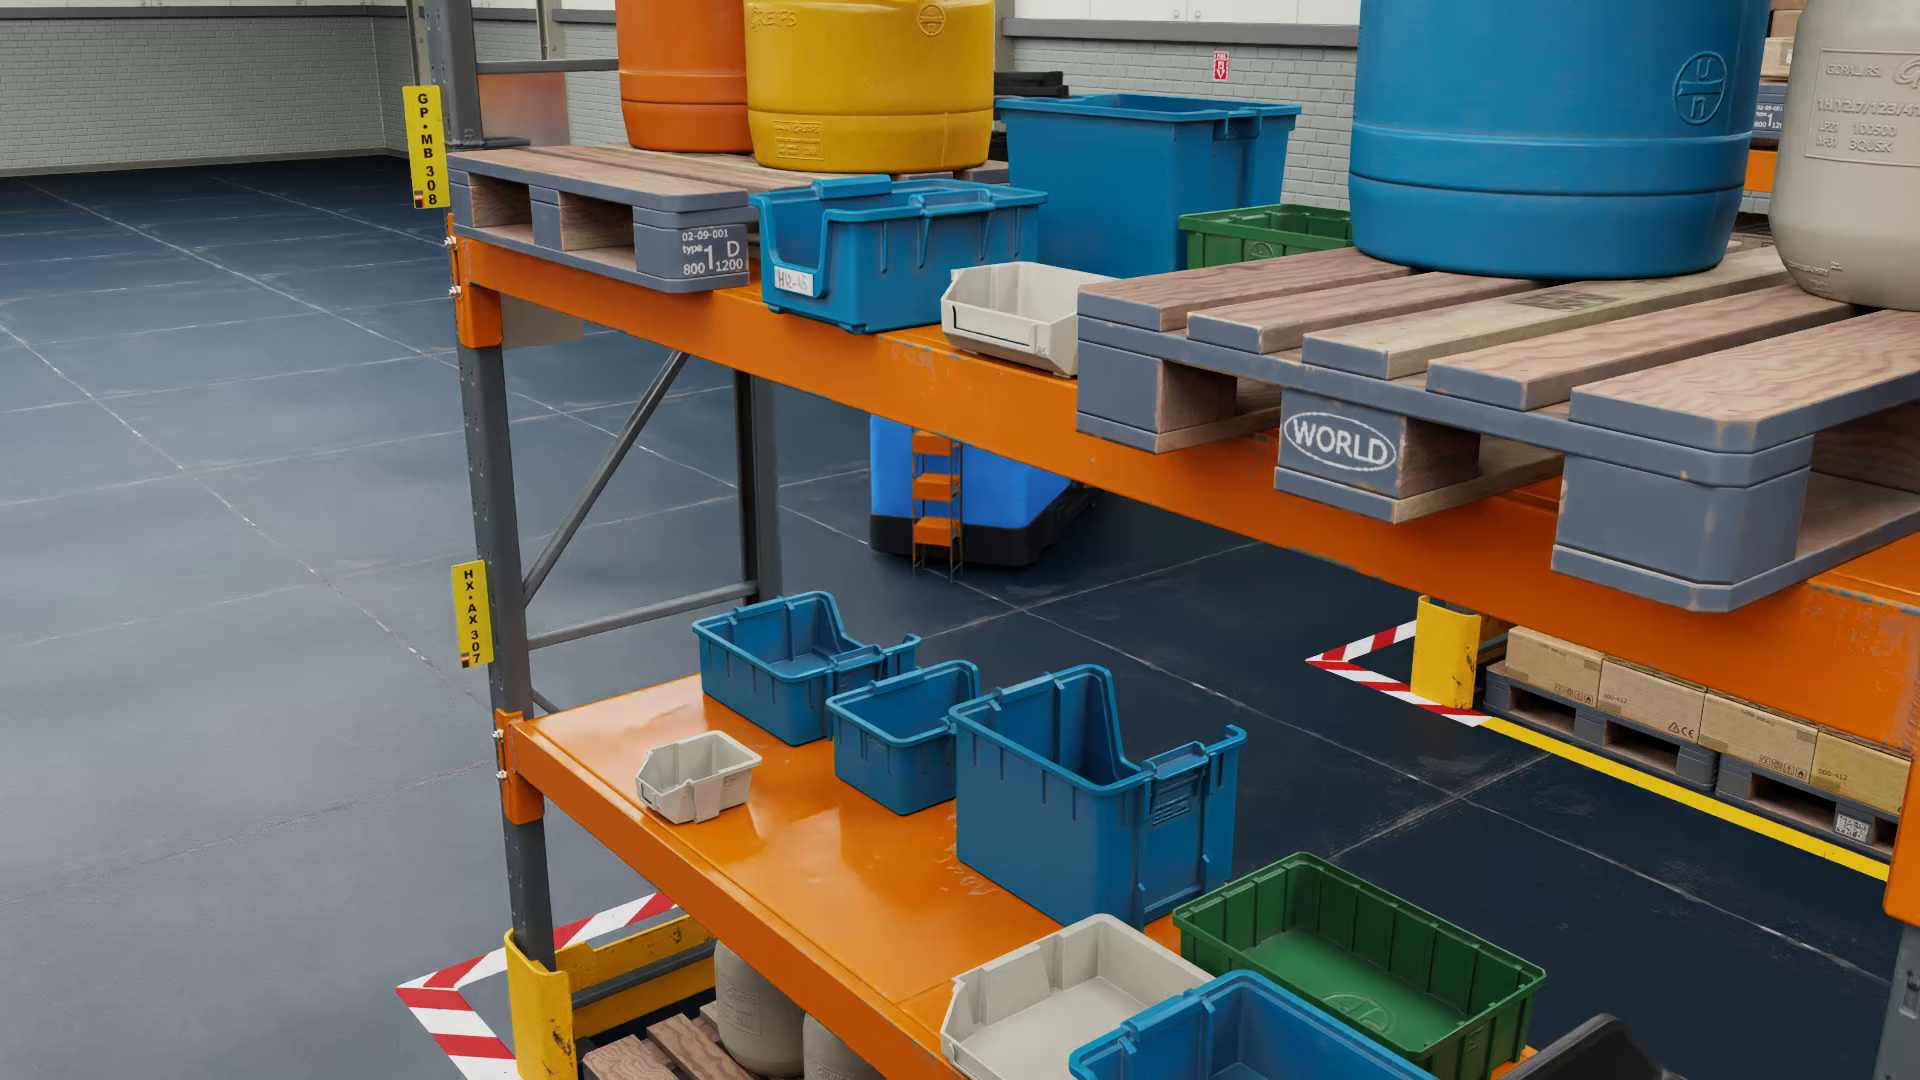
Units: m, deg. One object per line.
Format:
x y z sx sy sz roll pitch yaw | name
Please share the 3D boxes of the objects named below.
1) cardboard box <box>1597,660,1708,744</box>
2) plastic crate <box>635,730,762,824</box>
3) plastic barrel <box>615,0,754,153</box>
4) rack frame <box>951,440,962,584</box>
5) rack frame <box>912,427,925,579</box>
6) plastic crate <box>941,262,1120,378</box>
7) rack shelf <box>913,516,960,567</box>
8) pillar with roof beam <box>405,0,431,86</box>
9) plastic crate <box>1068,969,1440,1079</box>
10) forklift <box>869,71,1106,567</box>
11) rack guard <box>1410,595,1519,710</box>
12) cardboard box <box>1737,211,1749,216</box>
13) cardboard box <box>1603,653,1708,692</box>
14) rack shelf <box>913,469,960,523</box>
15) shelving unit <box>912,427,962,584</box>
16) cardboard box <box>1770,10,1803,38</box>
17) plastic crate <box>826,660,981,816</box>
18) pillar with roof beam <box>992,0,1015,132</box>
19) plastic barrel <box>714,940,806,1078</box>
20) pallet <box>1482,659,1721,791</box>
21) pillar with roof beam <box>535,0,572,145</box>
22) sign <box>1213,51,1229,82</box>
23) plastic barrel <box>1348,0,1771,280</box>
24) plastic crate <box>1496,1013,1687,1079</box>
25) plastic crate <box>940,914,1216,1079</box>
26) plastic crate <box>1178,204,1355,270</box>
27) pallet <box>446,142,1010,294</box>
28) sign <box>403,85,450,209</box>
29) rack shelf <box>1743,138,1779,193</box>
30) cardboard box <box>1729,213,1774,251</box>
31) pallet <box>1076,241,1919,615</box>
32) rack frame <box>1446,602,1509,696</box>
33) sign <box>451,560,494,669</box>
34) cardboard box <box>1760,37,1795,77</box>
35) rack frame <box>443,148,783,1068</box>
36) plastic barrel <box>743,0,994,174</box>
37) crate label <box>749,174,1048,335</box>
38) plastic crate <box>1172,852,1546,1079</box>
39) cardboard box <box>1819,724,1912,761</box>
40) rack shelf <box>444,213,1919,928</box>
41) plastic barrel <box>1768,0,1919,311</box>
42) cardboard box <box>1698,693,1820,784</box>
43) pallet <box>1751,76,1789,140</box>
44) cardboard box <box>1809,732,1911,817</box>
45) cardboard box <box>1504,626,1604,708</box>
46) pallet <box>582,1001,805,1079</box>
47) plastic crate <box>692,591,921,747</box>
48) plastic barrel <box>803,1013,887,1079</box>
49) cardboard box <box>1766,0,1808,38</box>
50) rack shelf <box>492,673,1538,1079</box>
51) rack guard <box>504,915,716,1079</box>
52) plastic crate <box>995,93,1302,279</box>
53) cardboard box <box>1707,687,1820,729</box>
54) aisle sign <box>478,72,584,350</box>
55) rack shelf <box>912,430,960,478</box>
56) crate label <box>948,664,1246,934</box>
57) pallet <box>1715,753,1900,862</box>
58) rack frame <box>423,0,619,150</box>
3.333 0.686 7.724 0.500 0.250 0.500 -14 23 -36 | cardboard box
-0.720 0.657 4.527 0.298 0.136 0.250 -14 23 -36 | plastic crate
-0.622 -1.484 4.449 0.600 0.830 0.708 -14 23 -36 | plastic barrel
-0.020 -0.264 9.988 0.008 1.050 0.200 6 19 17 | rack frame
-0.252 -0.288 10.061 0.008 1.050 0.200 6 19 17 | rack frame
0.146 -0.382 2.890 0.243 0.136 0.396 -14 23 -36 | plastic crate
-0.136 -0.002 10.115 0.240 0.259 0.215 6 19 17 | rack shelf
-14.146 -11.082 30.014 9.100 9.000 0.400 -14 23 -36 | pillar with roof beam
0.560 1.085 3.051 0.499 0.251 0.616 -14 23 -36 | plastic crate
0.394 -1.655 11.197 1.130 2.935 3.031 6 19 18 | forklift
2.847 0.463 8.669 1.175 0.500 0.348 -14 23 -36 | rack guard
3.174 -1.250 7.644 0.700 0.500 0.500 -14 23 -36 | cardboard box
3.332 0.331 7.605 0.500 0.500 0.500 -14 23 -36 | cardboard box
-0.136 -0.265 10.028 0.240 0.259 0.215 6 19 17 | rack shelf
-0.136 -0.276 10.024 0.252 1.050 0.215 6 19 17 | shelving unit
3.783 -2.104 7.020 0.500 0.250 0.500 -14 23 -36 | cardboard box
-0.080 0.545 4.682 0.499 0.251 0.408 -14 23 -36 | plastic crate
-2.970 -6.646 16.619 9.100 9.000 0.400 -14 23 -36 | pillar with roof beam
-0.555 1.377 5.221 0.421 0.512 0.421 0 18 0 | plastic barrel
3.369 0.786 8.152 1.003 0.211 1.213 -14 23 -36 | pallet
-10.421 -9.603 25.549 9.100 9.000 0.400 -14 23 -36 | pillar with roof beam
2.698 -4.898 17.196 0.001 0.298 0.199 -14 23 -36 | sign
0.926 -0.894 2.552 0.600 0.901 0.708 -14 23 -36 | plastic barrel
1.234 1.110 2.839 0.767 0.338 0.504 -14 23 -36 | plastic crate
0.253 1.008 3.465 0.530 0.136 0.437 -14 23 -36 | plastic crate
0.694 -0.531 3.261 0.336 0.188 0.450 -14 23 -36 | plastic crate
-0.587 -0.863 4.226 1.003 0.211 1.213 -14 23 -36 | pallet
-1.458 -1.074 4.547 0.100 0.325 0.005 -14 23 -36 | sign
4.103 -1.307 6.411 1.077 0.370 4.000 -14 23 -36 | rack shelf
3.505 -1.122 7.256 0.700 0.500 0.500 -15 23 -38 | cardboard box
0.935 -0.259 2.402 1.213 0.211 1.003 -14 23 -36 | pallet
2.861 -0.718 8.258 1.000 3.000 0.127 -14 23 -36 | rack frame
-1.458 0.223 4.976 0.100 0.325 0.005 -14 23 -36 | sign
3.454 -1.964 6.758 0.380 0.149 0.250 -14 23 -36 | cardboard box
-1.024 0.248 5.341 1.000 3.000 0.127 -14 23 -36 | rack frame
-0.216 -1.208 4.000 0.600 0.588 0.600 0 18 0 | plastic barrel
-0.121 -0.579 3.305 0.502 0.251 0.408 -14 23 -36 | crate label
0.838 0.945 3.574 0.450 0.188 0.662 -14 23 -36 | plastic crate
3.949 0.578 6.858 0.500 0.500 0.500 -14 23 -36 | cardboard box
0.218 -0.341 3.494 1.077 0.370 4.000 -14 23 -36 | rack shelf
1.346 -0.587 2.245 0.421 0.512 0.421 0 18 0 | plastic barrel
3.643 0.810 7.352 0.500 0.250 0.500 -14 23 -36 | cardboard box
3.280 -1.920 7.259 1.003 0.211 1.213 -14 23 -36 | pallet
3.950 0.934 6.977 0.500 0.250 0.500 -14 23 -36 | cardboard box
3.020 0.564 8.094 0.500 0.250 0.500 -14 23 -36 | cardboard box
-0.439 1.783 5.143 1.003 0.211 1.213 -14 23 -36 | pallet
-0.478 0.384 5.168 0.499 0.251 0.616 -14 23 -36 | plastic crate
-0.244 1.501 4.848 0.421 0.512 0.421 0 18 0 | plastic barrel
3.215 -2.314 7.252 0.797 0.503 0.637 -12 22 -32 | cardboard box
0.218 1.083 3.966 1.077 0.370 4.000 -14 23 -36 | rack shelf
-0.940 1.444 5.705 1.175 0.500 0.348 -14 23 -36 | rack guard
0.396 -0.757 3.630 0.392 0.384 0.575 -14 23 -36 | plastic crate
3.653 0.451 7.240 0.500 0.500 0.500 -14 23 -36 | cardboard box
-1.298 -0.946 4.813 0.394 0.787 0.004 -14 23 -36 | aisle sign
-0.136 -0.535 9.938 0.240 0.259 0.215 6 19 17 | rack shelf
0.331 0.632 4.125 0.502 0.435 0.616 -14 23 -36 | crate label
4.122 1.087 7.244 1.003 0.211 1.213 -14 23 -36 | pallet
-1.024 -2.600 4.398 1.000 3.000 0.127 -14 23 -36 | rack frame
